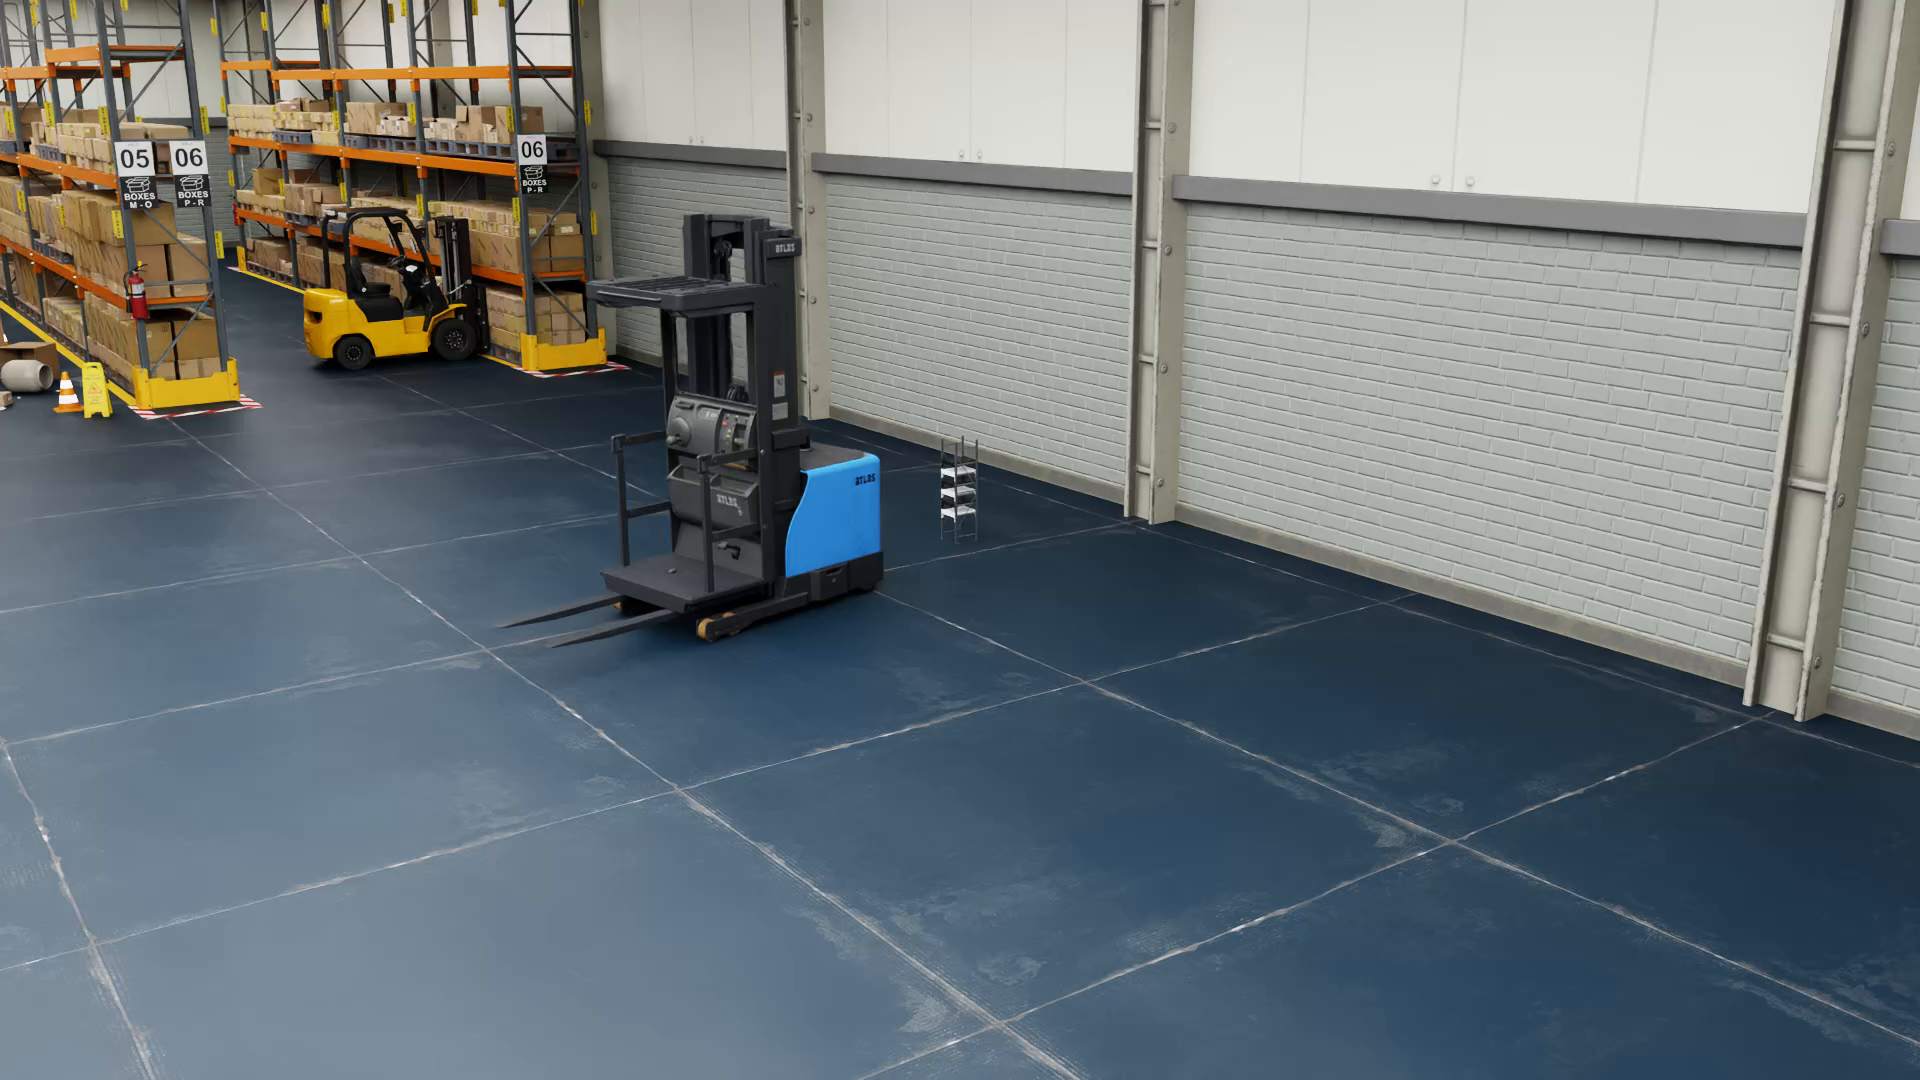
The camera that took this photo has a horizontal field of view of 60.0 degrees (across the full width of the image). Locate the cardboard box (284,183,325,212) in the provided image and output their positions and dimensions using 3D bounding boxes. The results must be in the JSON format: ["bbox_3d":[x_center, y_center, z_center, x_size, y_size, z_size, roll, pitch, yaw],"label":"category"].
[{"bbox_3d":[-12.574,-6.602,32.032,0.700,0.500,0.500,-10,18,-33],"label":"cardboard box"}]

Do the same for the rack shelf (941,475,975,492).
[{"bbox_3d":[-0.005,-0.490,14.449,0.258,0.077,0.200,-11,19,-35],"label":"rack shelf"}]

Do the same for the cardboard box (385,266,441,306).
[{"bbox_3d":[-9.184,-4.275,28.218,0.875,0.625,0.625,-12,19,-37],"label":"cardboard box"}]

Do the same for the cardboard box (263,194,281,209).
[{"bbox_3d":[-13.764,-6.845,33.624,0.500,0.250,0.500,-11,19,-35],"label":"cardboard box"}]

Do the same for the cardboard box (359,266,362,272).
[{"bbox_3d":[-10.749,-4.689,29.967,0.500,0.500,0.500,-10,18,-33],"label":"cardboard box"}]

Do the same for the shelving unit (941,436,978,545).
[{"bbox_3d":[-0.005,-0.436,14.464,0.258,0.900,0.210,-11,19,-35],"label":"shelving unit"}]

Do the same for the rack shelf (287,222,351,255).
[{"bbox_3d":[-11.502,-5.716,31.140,1.077,0.370,4.000,-11,19,-35],"label":"rack shelf"}]

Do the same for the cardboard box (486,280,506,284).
[{"bbox_3d":[-6.932,-3.849,25.476,0.500,0.250,0.500,-11,19,-34],"label":"cardboard box"}]

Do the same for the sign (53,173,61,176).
[{"bbox_3d":[-20.759,-8.502,38.393,0.339,0.242,0.001,-11,19,-35],"label":"sign"}]

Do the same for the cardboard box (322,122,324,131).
[{"bbox_3d":[-11.287,-7.466,30.020,0.380,0.149,0.250,-11,19,-34],"label":"cardboard box"}]

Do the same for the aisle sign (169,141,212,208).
[{"bbox_3d":[-9.348,-4.445,20.209,0.394,0.787,0.004,-11,19,-35],"label":"aisle sign"}]

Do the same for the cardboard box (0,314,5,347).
[{"bbox_3d":[-13.409,-2.887,22.743,0.500,0.500,0.500,-11,19,-35],"label":"cardboard box"}]

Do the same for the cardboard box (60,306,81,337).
[{"bbox_3d":[-13.133,-3.358,25.345,0.950,0.372,0.625,-10,18,-33],"label":"cardboard box"}]

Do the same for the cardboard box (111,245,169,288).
[{"bbox_3d":[-10.177,-3.421,20.640,0.500,0.500,0.500,-11,19,-36],"label":"cardboard box"}]

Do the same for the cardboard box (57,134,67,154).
[{"bbox_3d":[-11.950,-5.392,22.632,0.500,0.250,0.500,-11,19,-36],"label":"cardboard box"}]

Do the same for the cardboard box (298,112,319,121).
[{"bbox_3d":[-11.904,-7.758,30.484,0.380,0.149,0.250,-11,19,-34],"label":"cardboard box"}]

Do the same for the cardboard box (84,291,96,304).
[{"bbox_3d":[-11.834,-3.357,22.924,0.380,0.149,0.250,-11,19,-34],"label":"cardboard box"}]

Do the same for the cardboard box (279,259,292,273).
[{"bbox_3d":[-13.453,-5.523,33.457,0.396,0.266,0.258,-10,18,-33],"label":"cardboard box"}]

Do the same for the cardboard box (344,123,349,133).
[{"bbox_3d":[-10.367,-7.099,28.606,0.380,0.166,0.250,-11,19,-35],"label":"cardboard box"}]

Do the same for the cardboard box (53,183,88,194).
[{"bbox_3d":[-14.431,-5.538,27.045,0.500,0.500,0.500,-12,19,-36],"label":"cardboard box"}]

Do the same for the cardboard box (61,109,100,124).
[{"bbox_3d":[-12.431,-5.932,23.428,0.500,0.250,0.500,-10,18,-33],"label":"cardboard box"}]

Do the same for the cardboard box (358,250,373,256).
[{"bbox_3d":[-11.004,-5.327,31.069,0.380,0.149,0.250,-11,19,-36],"label":"cardboard box"}]

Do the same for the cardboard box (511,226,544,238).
[{"bbox_3d":[-6.053,-4.319,23.256,0.380,0.149,0.250,-11,19,-34],"label":"cardboard box"}]

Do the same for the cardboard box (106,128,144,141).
[{"bbox_3d":[-10.073,-4.893,20.053,0.380,0.149,0.250,-11,19,-34],"label":"cardboard box"}]

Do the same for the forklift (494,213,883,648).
[{"bbox_3d":[-1.973,-0.837,12.081,1.130,2.935,3.031,14,20,41],"label":"forklift"}]

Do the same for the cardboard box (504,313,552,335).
[{"bbox_3d":[-6.161,-3.100,23.687,0.500,0.250,0.500,-11,19,-35],"label":"cardboard box"}]

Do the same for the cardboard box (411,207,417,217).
[{"bbox_3d":[-8.622,-5.294,26.817,0.380,0.149,0.250,-11,19,-35],"label":"cardboard box"}]

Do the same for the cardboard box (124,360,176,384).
[{"bbox_3d":[-10.342,-2.168,21.229,0.500,0.250,0.500,-11,19,-35],"label":"cardboard box"}]

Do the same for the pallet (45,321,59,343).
[{"bbox_3d":[-13.881,-3.352,26.424,1.003,0.211,1.213,-11,19,-35],"label":"pallet"}]

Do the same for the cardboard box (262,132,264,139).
[{"bbox_3d":[-13.695,-8.072,33.182,0.380,0.149,0.250,-10,18,-33],"label":"cardboard box"}]

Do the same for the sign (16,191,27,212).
[{"bbox_3d":[-14.786,-5.336,26.196,0.100,0.325,0.005,-11,19,-35],"label":"sign"}]

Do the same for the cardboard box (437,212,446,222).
[{"bbox_3d":[-7.846,-4.979,25.666,0.380,0.149,0.250,-10,18,-33],"label":"cardboard box"}]

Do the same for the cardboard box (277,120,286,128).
[{"bbox_3d":[-12.700,-7.880,31.493,0.380,0.149,0.250,-11,19,-34],"label":"cardboard box"}]

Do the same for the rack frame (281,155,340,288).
[{"bbox_3d":[-12.678,-6.490,32.605,1.000,3.000,0.127,-11,19,-35],"label":"rack frame"}]

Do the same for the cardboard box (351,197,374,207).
[{"bbox_3d":[-10.377,-5.883,28.970,0.380,0.149,0.250,-10,18,-33],"label":"cardboard box"}]

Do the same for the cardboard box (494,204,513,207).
[{"bbox_3d":[-6.815,-4.986,25.130,0.380,0.149,0.250,-11,19,-35],"label":"cardboard box"}]

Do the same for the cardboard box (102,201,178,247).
[{"bbox_3d":[-10.112,-3.905,20.515,0.700,0.500,0.500,-11,19,-36],"label":"cardboard box"}]

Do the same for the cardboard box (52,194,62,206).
[{"bbox_3d":[-13.037,-4.981,24.315,0.380,0.149,0.250,-12,19,-37],"label":"cardboard box"}]

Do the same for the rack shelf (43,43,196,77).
[{"bbox_3d":[-10.811,-6.128,21.289,1.077,0.370,4.000,-11,19,-35],"label":"rack shelf"}]

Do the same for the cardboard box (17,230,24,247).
[{"bbox_3d":[-15.159,-4.966,27.323,0.500,0.250,0.500,-10,18,-34],"label":"cardboard box"}]

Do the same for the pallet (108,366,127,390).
[{"bbox_3d":[-10.842,-2.267,22.457,1.003,0.211,1.213,-11,19,-35],"label":"pallet"}]

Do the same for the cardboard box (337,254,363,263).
[{"bbox_3d":[-11.126,-5.128,30.341,0.380,0.149,0.250,-12,19,-36],"label":"cardboard box"}]

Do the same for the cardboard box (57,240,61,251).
[{"bbox_3d":[-12.987,-4.321,24.362,0.380,0.149,0.250,-11,19,-34],"label":"cardboard box"}]

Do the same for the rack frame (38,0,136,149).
[{"bbox_3d":[-11.987,-6.904,22.754,1.000,3.000,0.127,-11,19,-35],"label":"rack frame"}]

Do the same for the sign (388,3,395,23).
[{"bbox_3d":[-9.879,-9.143,28.866,0.100,0.325,0.005,-11,19,-35],"label":"sign"}]

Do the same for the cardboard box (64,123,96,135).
[{"bbox_3d":[-11.741,-5.494,22.249,0.380,0.149,0.250,-12,19,-36],"label":"cardboard box"}]

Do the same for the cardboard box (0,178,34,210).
[{"bbox_3d":[-16.050,-5.899,28.362,0.500,0.500,0.500,-11,19,-36],"label":"cardboard box"}]

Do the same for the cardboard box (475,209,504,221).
[{"bbox_3d":[-6.835,-4.733,24.204,0.380,0.149,0.250,-10,18,-33],"label":"cardboard box"}]

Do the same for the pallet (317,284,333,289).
[{"bbox_3d":[-11.448,-4.716,31.407,1.003,0.211,1.213,-11,19,-35],"label":"pallet"}]

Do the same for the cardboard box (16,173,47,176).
[{"bbox_3d":[-16.775,-6.388,30.151,0.500,0.500,0.500,-11,19,-34],"label":"cardboard box"}]

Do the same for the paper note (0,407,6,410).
[{"bbox_3d":[-11.801,-1.617,20.426,0.142,0.019,0.148,10,18,33],"label":"paper note"}]

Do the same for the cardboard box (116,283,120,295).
[{"bbox_3d":[-10.400,-3.176,20.975,0.380,0.149,0.250,-11,19,-35],"label":"cardboard box"}]

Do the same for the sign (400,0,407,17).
[{"bbox_3d":[-8.406,-8.077,25.121,0.100,0.325,0.005,-11,19,-35],"label":"sign"}]

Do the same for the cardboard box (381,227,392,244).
[{"bbox_3d":[-9.359,-5.102,27.821,0.500,0.250,0.500,-10,18,-33],"label":"cardboard box"}]

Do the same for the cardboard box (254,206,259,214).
[{"bbox_3d":[-14.341,-6.827,34.314,0.380,0.149,0.250,-12,19,-36],"label":"cardboard box"}]
